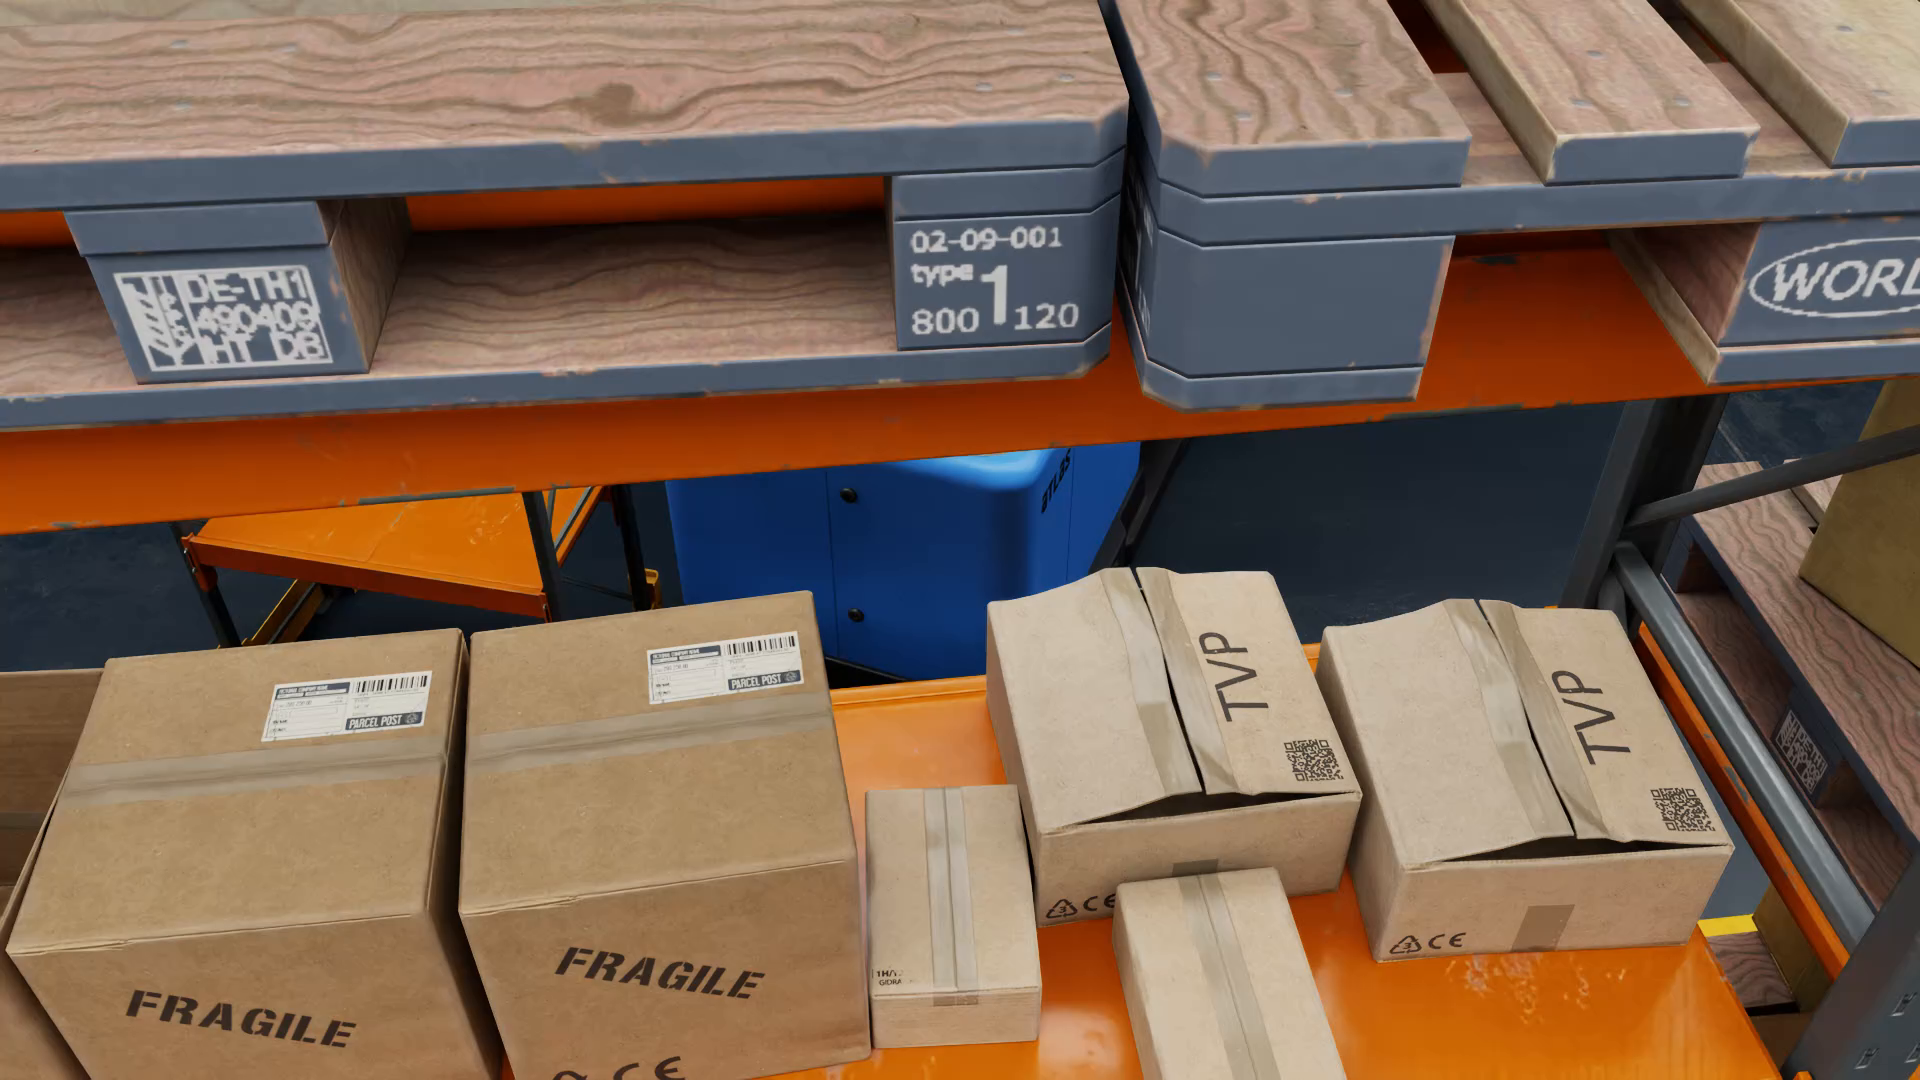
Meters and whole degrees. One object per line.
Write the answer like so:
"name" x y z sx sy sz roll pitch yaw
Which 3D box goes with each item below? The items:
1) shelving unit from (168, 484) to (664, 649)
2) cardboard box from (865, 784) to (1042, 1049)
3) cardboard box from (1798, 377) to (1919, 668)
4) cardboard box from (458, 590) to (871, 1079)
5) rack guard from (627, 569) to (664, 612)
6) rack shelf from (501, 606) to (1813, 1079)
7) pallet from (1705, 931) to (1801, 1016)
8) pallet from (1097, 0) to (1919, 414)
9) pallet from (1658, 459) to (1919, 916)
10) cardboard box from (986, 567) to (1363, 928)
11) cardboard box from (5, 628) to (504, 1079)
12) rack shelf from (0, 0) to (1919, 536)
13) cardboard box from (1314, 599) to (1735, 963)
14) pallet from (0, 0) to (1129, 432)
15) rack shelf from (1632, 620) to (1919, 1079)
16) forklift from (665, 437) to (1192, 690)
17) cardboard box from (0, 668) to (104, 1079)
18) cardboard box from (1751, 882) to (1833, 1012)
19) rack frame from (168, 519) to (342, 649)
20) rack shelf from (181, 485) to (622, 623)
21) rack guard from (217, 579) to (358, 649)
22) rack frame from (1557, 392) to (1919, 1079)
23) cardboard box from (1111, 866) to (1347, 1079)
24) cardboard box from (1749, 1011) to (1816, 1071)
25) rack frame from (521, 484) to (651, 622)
"shelving unit" -1.450 -0.166 4.314 1.083 1.500 0.587 8 43 9
"cardboard box" -0.017 0.572 2.564 0.250 0.149 0.380 -2 42 -2
"cardboard box" 1.850 0.008 2.613 0.500 0.500 0.700 -19 45 -20
"cardboard box" -0.421 0.450 2.437 0.500 0.500 0.500 -7 43 -8
"rack guard" -0.963 0.368 4.655 0.087 0.250 0.587 8 43 9
"rack shelf" -0.743 0.771 2.692 4.000 0.370 1.077 -5 42 -6
"pallet" 1.986 1.326 3.622 1.213 0.211 1.003 -5 42 -6
"pallet" 0.579 -0.595 1.571 1.003 0.211 1.213 -3 42 -4
"pallet" 1.903 0.296 2.825 1.003 0.211 1.213 -5 42 -6
"cardboard box" 0.328 0.313 2.730 0.500 0.311 0.500 -5 42 -6
"cardboard box" -0.943 0.496 2.386 0.500 0.500 0.500 -5 42 -5
"rack shelf" -0.743 -0.342 1.688 4.000 0.370 1.077 -5 42 -6
"cardboard box" 0.874 0.366 2.671 0.500 0.311 0.500 -3 42 -3
"pallet" -0.530 -0.496 1.461 1.213 0.211 1.003 -3 42 -4
"rack shelf" 3.223 0.424 3.077 4.000 0.370 1.077 -5 42 -6
"forklift" 0.228 -1.477 4.699 1.130 2.935 3.031 15 44 16
"cardboard box" -1.440 0.539 2.338 0.500 0.500 0.500 -2 42 -2
"cardboard box" 2.137 0.858 3.597 0.500 0.500 0.500 -3 42 -4
"rack frame" -1.956 -0.239 4.395 0.032 1.500 0.500 8 43 9
"rack shelf" -1.459 -0.034 4.436 1.000 0.185 0.538 8 43 9
"rack guard" -1.937 0.228 4.810 0.087 0.250 0.587 8 43 9
"rack frame" 1.240 0.331 2.644 0.127 3.000 1.000 -5 42 -6
"cardboard box" 0.384 0.686 2.438 0.250 0.149 0.380 -5 42 -6
"cardboard box" 1.729 1.246 3.167 0.500 0.500 0.500 -3 42 -4
"rack frame" -0.962 -0.095 4.236 0.032 1.500 0.500 8 43 9
